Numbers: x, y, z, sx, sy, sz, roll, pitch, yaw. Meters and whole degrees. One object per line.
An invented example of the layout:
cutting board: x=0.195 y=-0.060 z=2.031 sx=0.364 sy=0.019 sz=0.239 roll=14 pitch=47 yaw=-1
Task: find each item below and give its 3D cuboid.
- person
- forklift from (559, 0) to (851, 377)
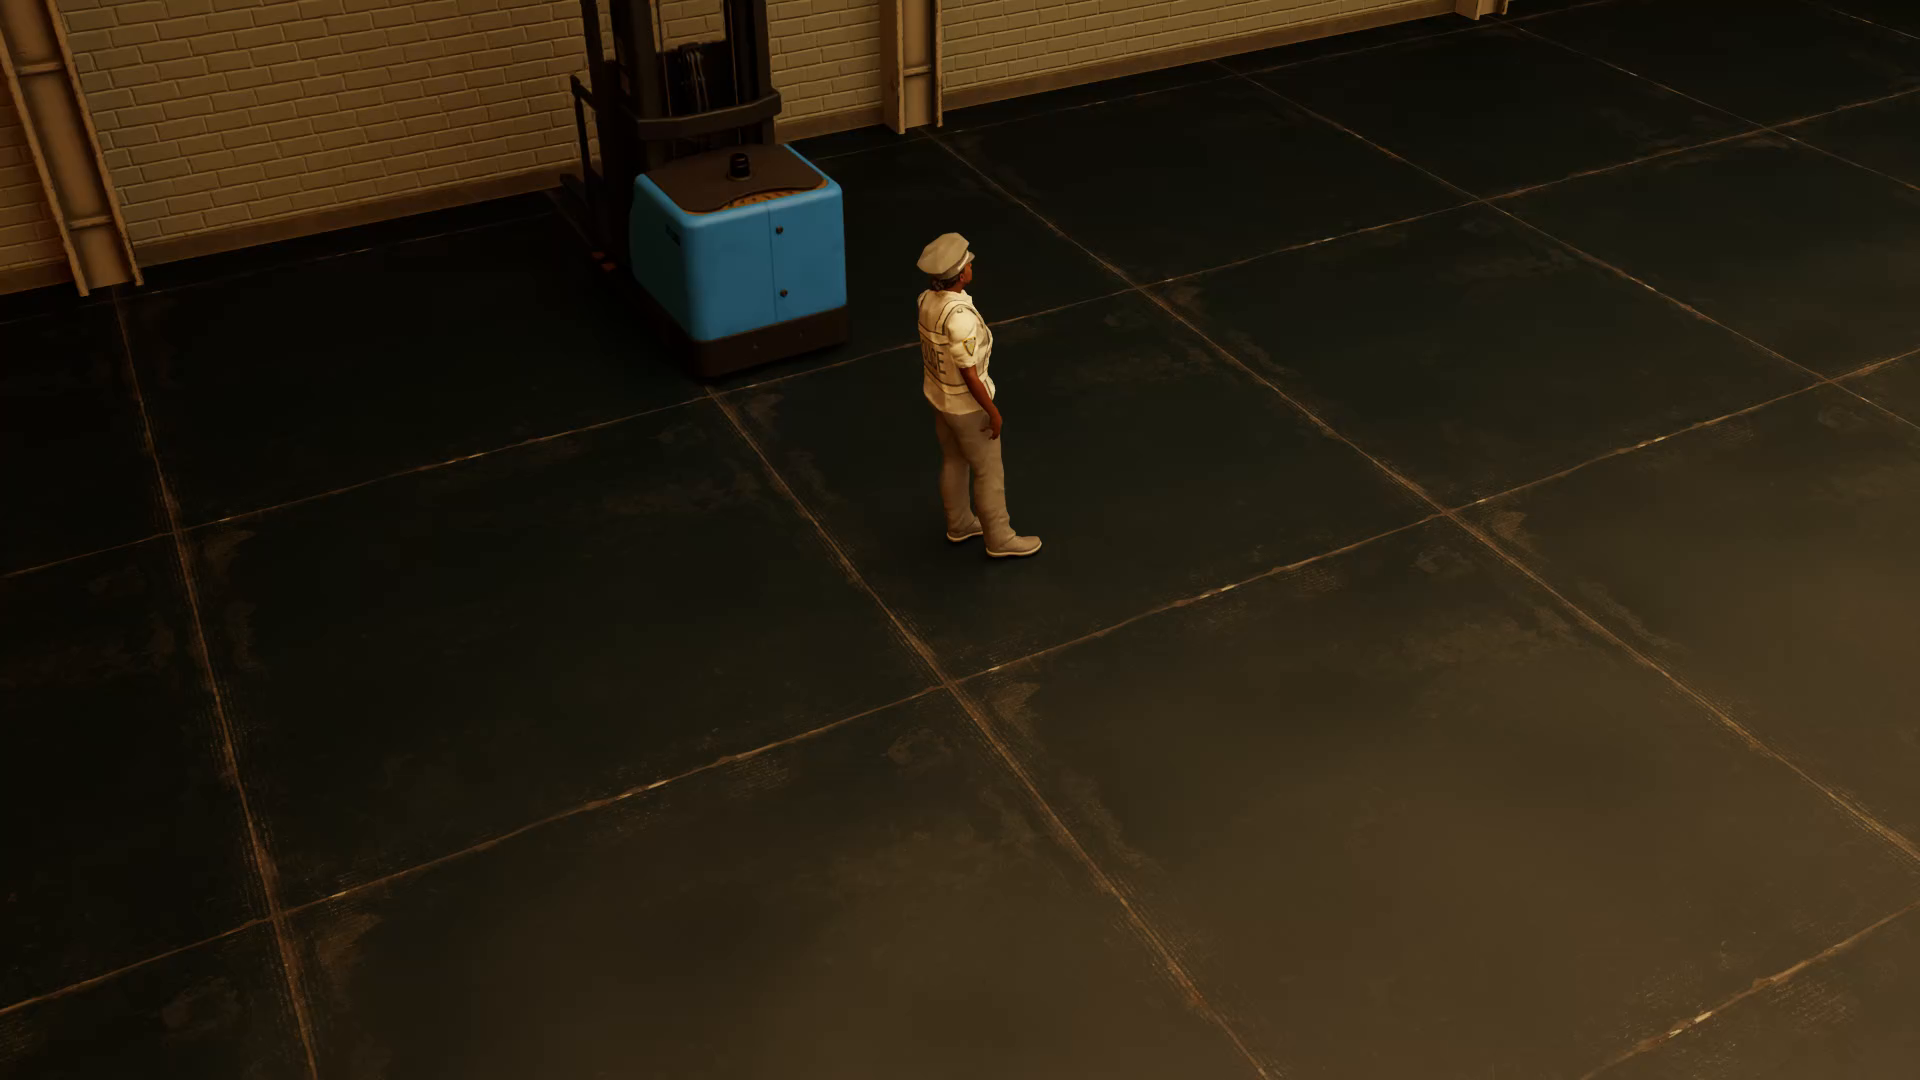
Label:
person: x=0.076 y=-0.709 z=8.184 sx=0.528 sy=1.697 sz=0.570 roll=-17 pitch=39 yaw=-23
forklift: x=-1.848 y=-2.991 z=10.355 sx=1.130 sy=2.935 sz=3.031 roll=-18 pitch=39 yaw=-24
